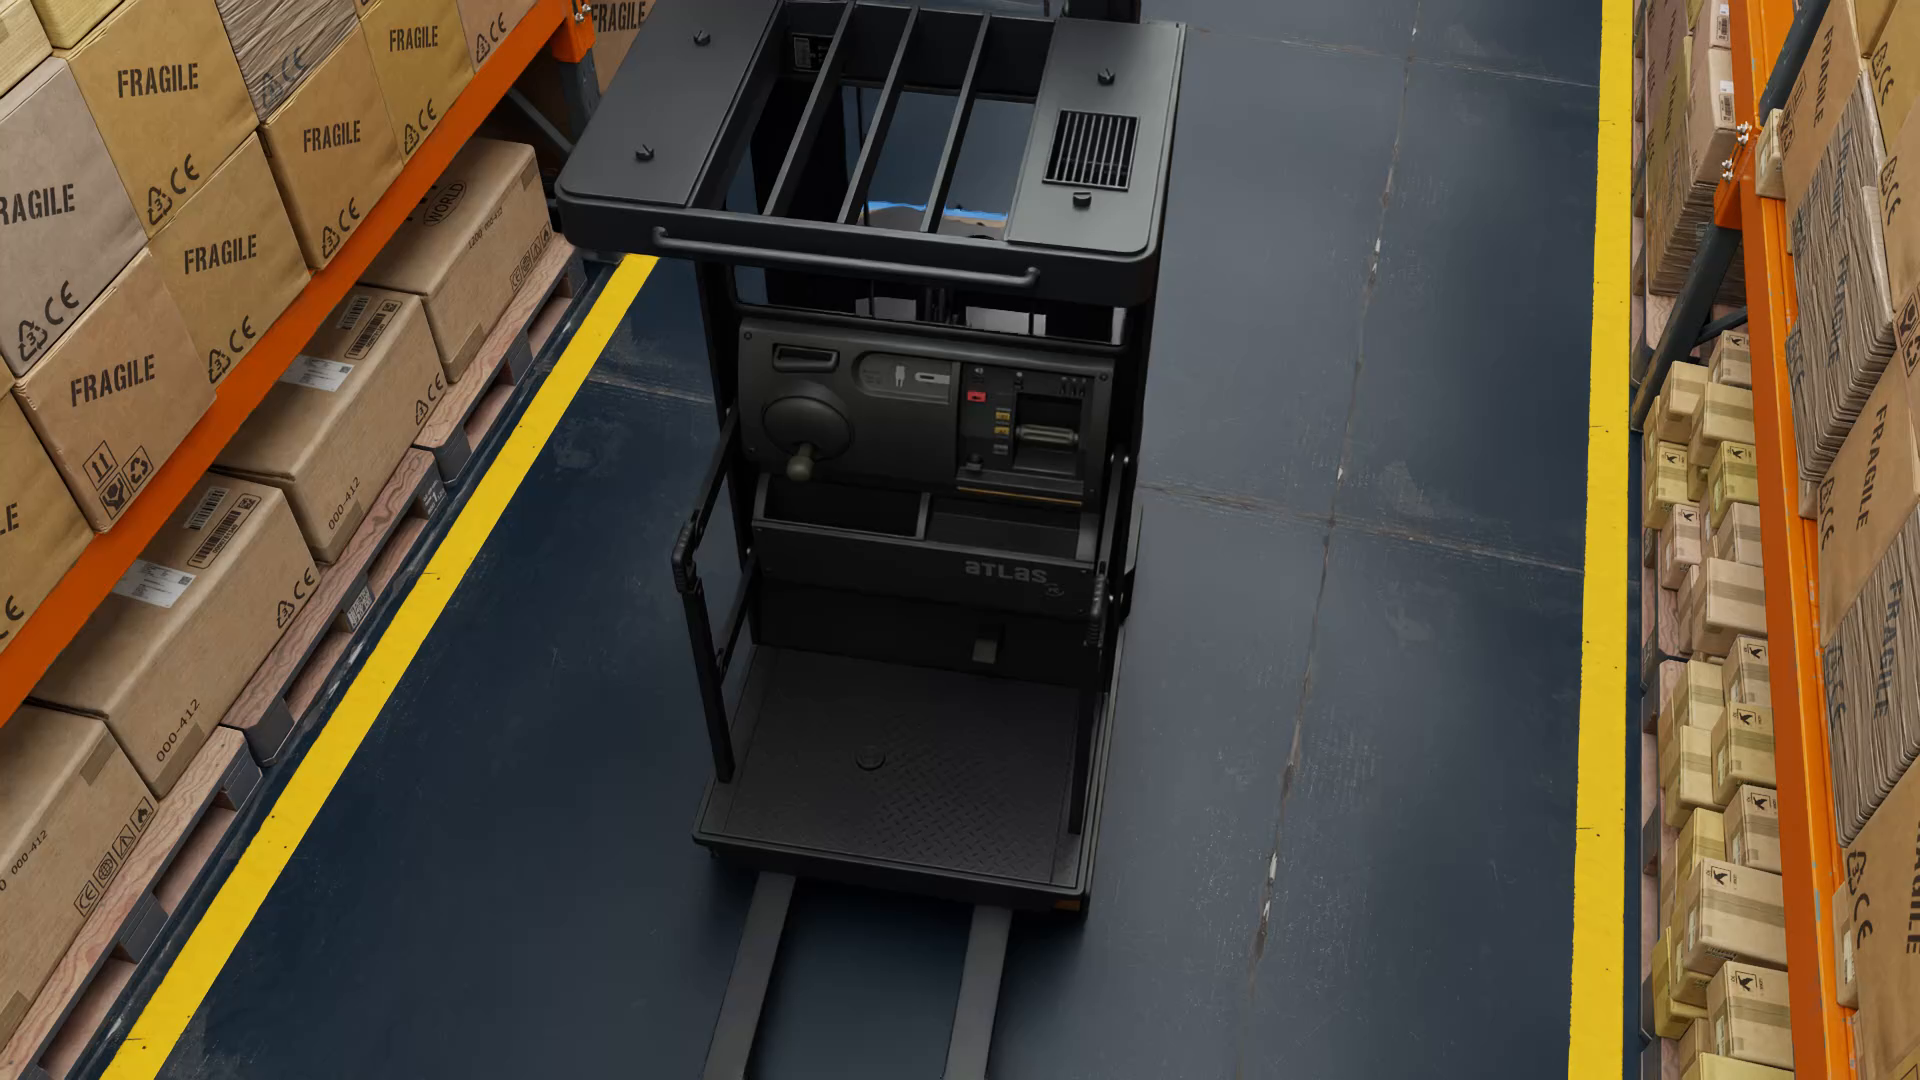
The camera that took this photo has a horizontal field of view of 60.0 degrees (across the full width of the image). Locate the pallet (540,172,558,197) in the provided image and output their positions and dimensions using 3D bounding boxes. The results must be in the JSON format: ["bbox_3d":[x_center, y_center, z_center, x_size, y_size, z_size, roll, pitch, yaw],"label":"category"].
[{"bbox_3d":[-1.717,-1.888,7.275,1.003,0.211,1.213,12,50,10],"label":"pallet"}]

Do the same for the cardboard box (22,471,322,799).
[{"bbox_3d":[-2.590,0.204,4.998,0.875,0.438,0.875,13,50,11],"label":"cardboard box"}]

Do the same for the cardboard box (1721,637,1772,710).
[{"bbox_3d":[2.331,0.437,4.588,0.380,0.149,0.250,10,49,8],"label":"cardboard box"}]

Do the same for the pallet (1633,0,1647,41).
[{"bbox_3d":[3.801,-2.739,8.027,1.003,0.211,1.213,12,50,10],"label":"pallet"}]

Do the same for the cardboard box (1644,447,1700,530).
[{"bbox_3d":[2.479,-0.137,5.492,0.380,0.149,0.250,13,50,11],"label":"cardboard box"}]

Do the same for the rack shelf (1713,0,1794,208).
[{"bbox_3d":[3.481,-2.542,6.473,1.077,0.370,4.000,12,50,10],"label":"rack shelf"}]

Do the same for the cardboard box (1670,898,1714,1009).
[{"bbox_3d":[2.025,1.074,4.224,0.380,0.149,0.250,12,50,11],"label":"cardboard box"}]

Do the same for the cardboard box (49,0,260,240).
[{"bbox_3d":[-2.111,-1.109,3.995,0.500,0.500,0.500,12,50,10],"label":"cardboard box"}]

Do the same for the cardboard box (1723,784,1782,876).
[{"bbox_3d":[2.187,0.802,4.266,0.380,0.149,0.250,10,49,9],"label":"cardboard box"}]

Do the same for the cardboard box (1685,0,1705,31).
[{"bbox_3d":[3.181,-2.237,6.610,0.500,0.250,0.500,10,49,8],"label":"cardboard box"}]

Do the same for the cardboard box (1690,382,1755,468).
[{"bbox_3d":[2.535,-0.330,5.266,0.380,0.149,0.250,14,50,12],"label":"cardboard box"}]

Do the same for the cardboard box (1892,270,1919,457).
[{"bbox_3d":[2.180,-0.411,3.180,0.500,0.500,0.500,10,49,9],"label":"cardboard box"}]

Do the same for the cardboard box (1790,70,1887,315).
[{"bbox_3d":[2.458,-0.797,4.188,0.500,0.500,0.500,12,50,10],"label":"cardboard box"}]

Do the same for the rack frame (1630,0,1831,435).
[{"bbox_3d":[2.955,-1.334,4.927,1.000,3.000,0.127,12,50,10],"label":"rack frame"}]

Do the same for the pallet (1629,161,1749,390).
[{"bbox_3d":[3.158,-0.974,6.469,1.003,0.211,1.213,12,50,10],"label":"pallet"}]

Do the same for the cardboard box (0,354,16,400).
[{"bbox_3d":[-2.370,-0.374,3.346,0.500,0.500,0.500,10,49,9],"label":"cardboard box"}]

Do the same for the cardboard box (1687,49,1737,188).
[{"bbox_3d":[2.907,-1.482,5.945,0.500,0.250,0.500,10,49,9],"label":"cardboard box"}]

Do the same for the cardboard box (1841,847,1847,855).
[{"bbox_3d":[2.011,0.620,3.369,0.380,0.149,0.250,10,49,8],"label":"cardboard box"}]

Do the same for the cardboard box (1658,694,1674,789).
[{"bbox_3d":[2.247,0.617,4.826,0.380,0.149,0.250,10,49,9],"label":"cardboard box"}]

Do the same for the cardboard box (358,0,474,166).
[{"bbox_3d":[-1.853,-1.511,5.017,0.500,0.500,0.500,10,49,9],"label":"cardboard box"}]

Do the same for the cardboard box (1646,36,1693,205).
[{"bbox_3d":[3.042,-1.602,6.550,0.500,0.500,0.500,11,49,9],"label":"cardboard box"}]

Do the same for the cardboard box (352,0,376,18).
[{"bbox_3d":[-1.846,-1.840,4.640,0.500,0.500,0.500,11,49,9],"label":"cardboard box"}]

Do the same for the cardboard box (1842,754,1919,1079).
[{"bbox_3d":[1.913,0.681,2.884,0.500,0.500,0.500,11,49,9],"label":"cardboard box"}]

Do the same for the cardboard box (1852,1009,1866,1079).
[{"bbox_3d":[1.868,0.994,3.039,0.380,0.149,0.250,11,50,10],"label":"cardboard box"}]

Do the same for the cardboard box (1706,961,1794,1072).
[{"bbox_3d":[1.993,1.177,3.936,0.380,0.149,0.250,10,49,9],"label":"cardboard box"}]

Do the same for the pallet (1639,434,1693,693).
[{"bbox_3d":[2.812,0.082,5.537,1.003,0.211,1.213,12,50,10],"label":"pallet"}]

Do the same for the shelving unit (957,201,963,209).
[{"bbox_3d":[0.091,-0.740,5.803,0.258,0.900,0.210,7,49,6],"label":"shelving unit"}]

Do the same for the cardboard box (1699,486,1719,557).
[{"bbox_3d":[2.541,-0.045,5.212,0.380,0.149,0.250,11,50,10],"label":"cardboard box"}]

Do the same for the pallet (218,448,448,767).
[{"bbox_3d":[-2.442,0.105,5.517,1.003,0.211,1.213,12,50,10],"label":"pallet"}]

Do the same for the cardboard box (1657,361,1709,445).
[{"bbox_3d":[2.551,-0.429,5.551,0.380,0.149,0.250,14,50,12],"label":"cardboard box"}]

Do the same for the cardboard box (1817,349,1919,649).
[{"bbox_3d":[2.178,-0.047,3.525,0.500,0.500,0.500,14,50,12],"label":"cardboard box"}]

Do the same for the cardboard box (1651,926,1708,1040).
[{"bbox_3d":[2.021,1.184,4.326,0.380,0.149,0.250,10,49,8],"label":"cardboard box"}]

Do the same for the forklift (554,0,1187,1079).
[{"bbox_3d":[-0.126,-0.203,3.975,1.130,2.935,3.031,7,49,6],"label":"forklift"}]

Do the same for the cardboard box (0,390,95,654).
[{"bbox_3d":[-2.390,-0.039,3.717,0.500,0.500,0.500,11,49,10],"label":"cardboard box"}]

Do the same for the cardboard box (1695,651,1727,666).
[{"bbox_3d":[2.372,0.344,4.868,0.380,0.149,0.250,14,50,12],"label":"cardboard box"}]

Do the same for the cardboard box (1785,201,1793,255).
[{"bbox_3d":[2.568,-0.909,4.719,0.380,0.149,0.250,13,50,11],"label":"cardboard box"}]

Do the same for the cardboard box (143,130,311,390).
[{"bbox_3d":[-2.123,-0.769,4.362,0.500,0.500,0.500,13,50,11],"label":"cardboard box"}]

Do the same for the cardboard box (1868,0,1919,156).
[{"bbox_3d":[2.479,-1.140,3.823,0.500,0.500,0.500,10,49,9],"label":"cardboard box"}]

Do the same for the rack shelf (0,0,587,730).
[{"bbox_3d":[-2.374,-0.553,4.717,1.077,0.370,4.000,12,50,10],"label":"rack shelf"}]

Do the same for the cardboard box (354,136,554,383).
[{"bbox_3d":[-2.116,-1.096,6.145,0.875,0.438,0.875,11,49,9],"label":"cardboard box"}]

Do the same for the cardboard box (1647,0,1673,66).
[{"bbox_3d":[3.316,-2.341,7.203,0.500,0.500,0.500,10,49,9],"label":"cardboard box"}]

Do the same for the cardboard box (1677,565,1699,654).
[{"bbox_3d":[2.445,0.247,5.153,0.380,0.149,0.250,11,49,9],"label":"cardboard box"}]

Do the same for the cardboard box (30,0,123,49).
[{"bbox_3d":[-2.091,-1.238,3.676,0.380,0.149,0.250,10,49,9],"label":"cardboard box"}]

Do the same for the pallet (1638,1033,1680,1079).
[{"bbox_3d":[2.170,1.847,3.979,1.003,0.211,1.213,12,50,10],"label":"pallet"}]

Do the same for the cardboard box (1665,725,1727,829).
[{"bbox_3d":[2.156,0.688,4.565,0.380,0.149,0.250,12,50,10],"label":"cardboard box"}]

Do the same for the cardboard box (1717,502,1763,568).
[{"bbox_3d":[2.469,0.055,4.925,0.380,0.149,0.250,10,49,9],"label":"cardboard box"}]
